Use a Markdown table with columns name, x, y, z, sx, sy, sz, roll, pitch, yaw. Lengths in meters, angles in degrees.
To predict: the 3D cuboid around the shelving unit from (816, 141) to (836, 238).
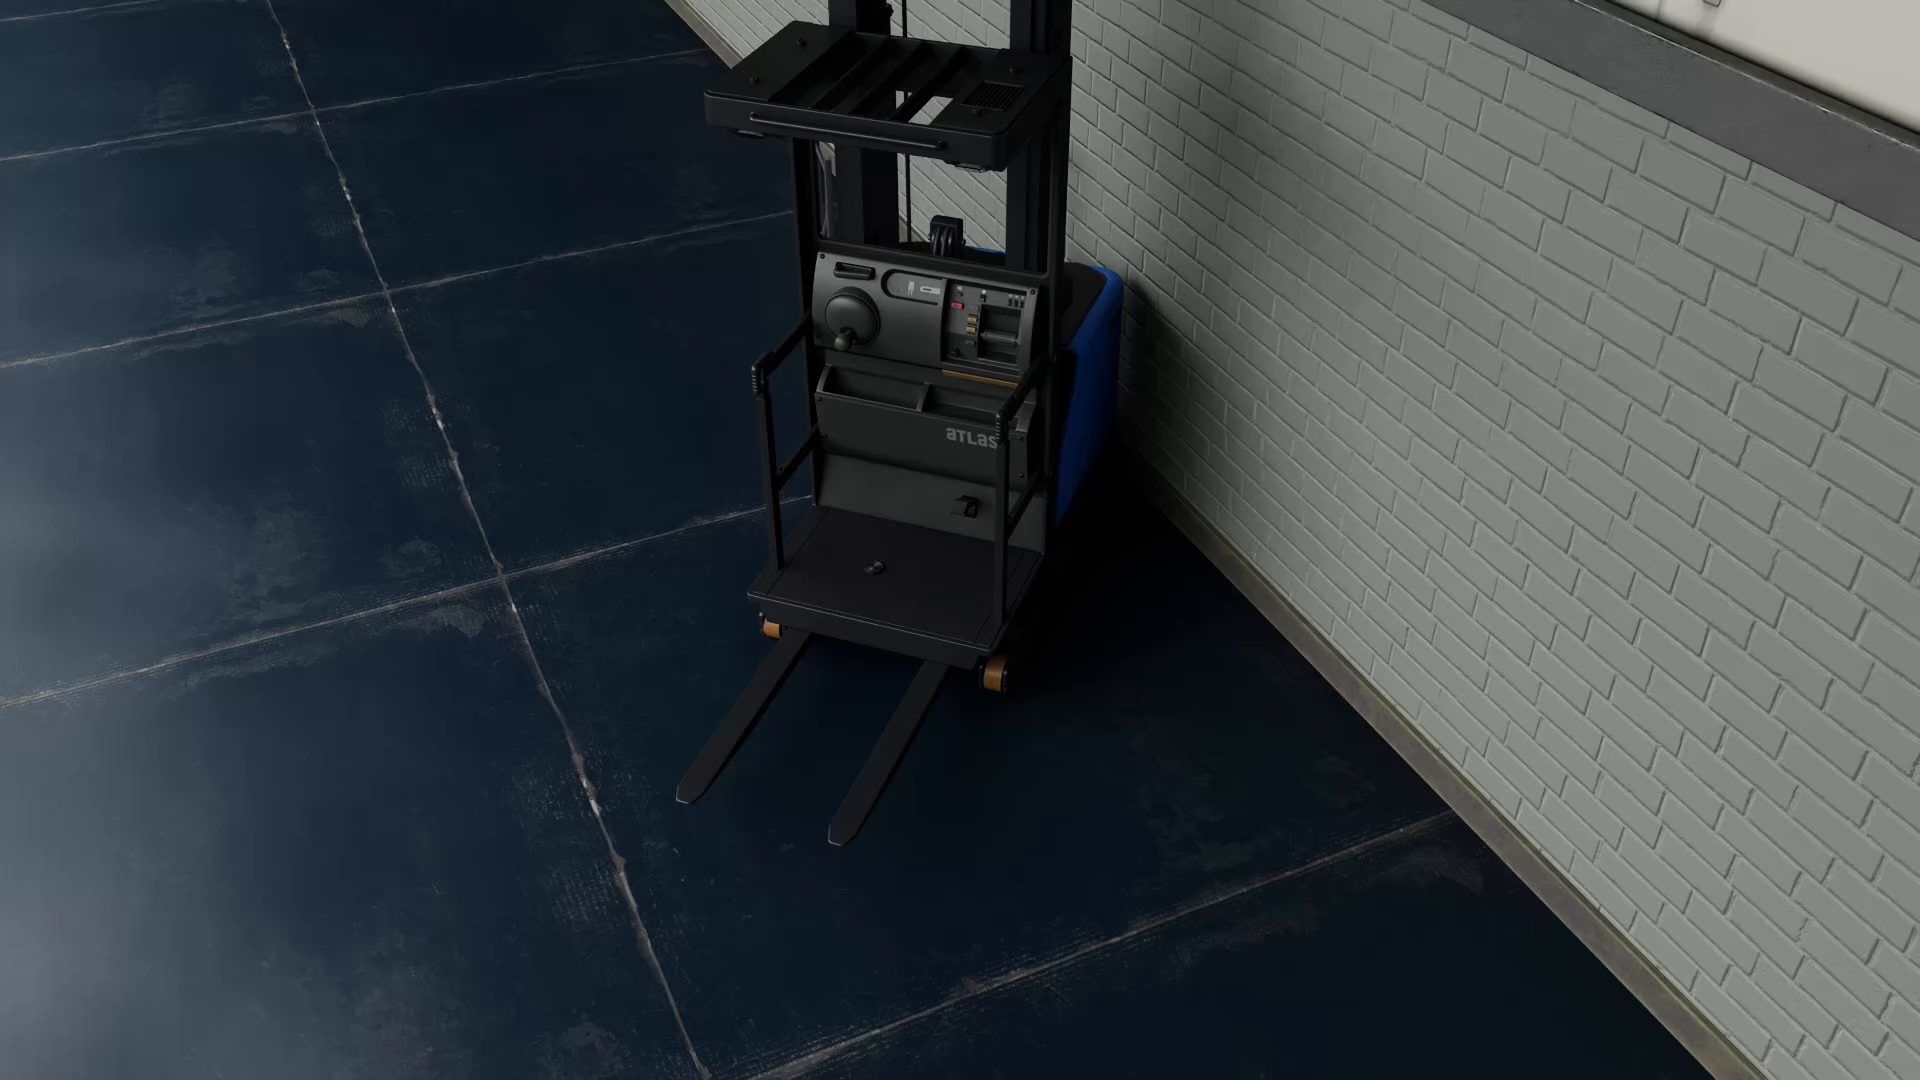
| name | x | y | z | sx | sy | sz | roll | pitch | yaw |
| --- | --- | --- | --- | --- | --- | --- | --- | --- | --- |
| shelving unit | -0.148 | -1.328 | 8.281 | 1.048 | 1.500 | 0.538 | -7 | 37 | -9 |

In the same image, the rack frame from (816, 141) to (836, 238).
| name | x | y | z | sx | sy | sz | roll | pitch | yaw |
| --- | --- | --- | --- | --- | --- | --- | --- | --- | --- |
| rack frame | -0.646 | -1.269 | 8.201 | 0.032 | 1.500 | 0.500 | -7 | 37 | -9 |

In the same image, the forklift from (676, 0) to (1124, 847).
| name | x | y | z | sx | sy | sz | roll | pitch | yaw |
| --- | --- | --- | --- | --- | --- | --- | --- | --- | --- |
| forklift | -0.214 | -0.825 | 6.403 | 1.130 | 2.935 | 3.031 | 12 | 38 | 16 |
